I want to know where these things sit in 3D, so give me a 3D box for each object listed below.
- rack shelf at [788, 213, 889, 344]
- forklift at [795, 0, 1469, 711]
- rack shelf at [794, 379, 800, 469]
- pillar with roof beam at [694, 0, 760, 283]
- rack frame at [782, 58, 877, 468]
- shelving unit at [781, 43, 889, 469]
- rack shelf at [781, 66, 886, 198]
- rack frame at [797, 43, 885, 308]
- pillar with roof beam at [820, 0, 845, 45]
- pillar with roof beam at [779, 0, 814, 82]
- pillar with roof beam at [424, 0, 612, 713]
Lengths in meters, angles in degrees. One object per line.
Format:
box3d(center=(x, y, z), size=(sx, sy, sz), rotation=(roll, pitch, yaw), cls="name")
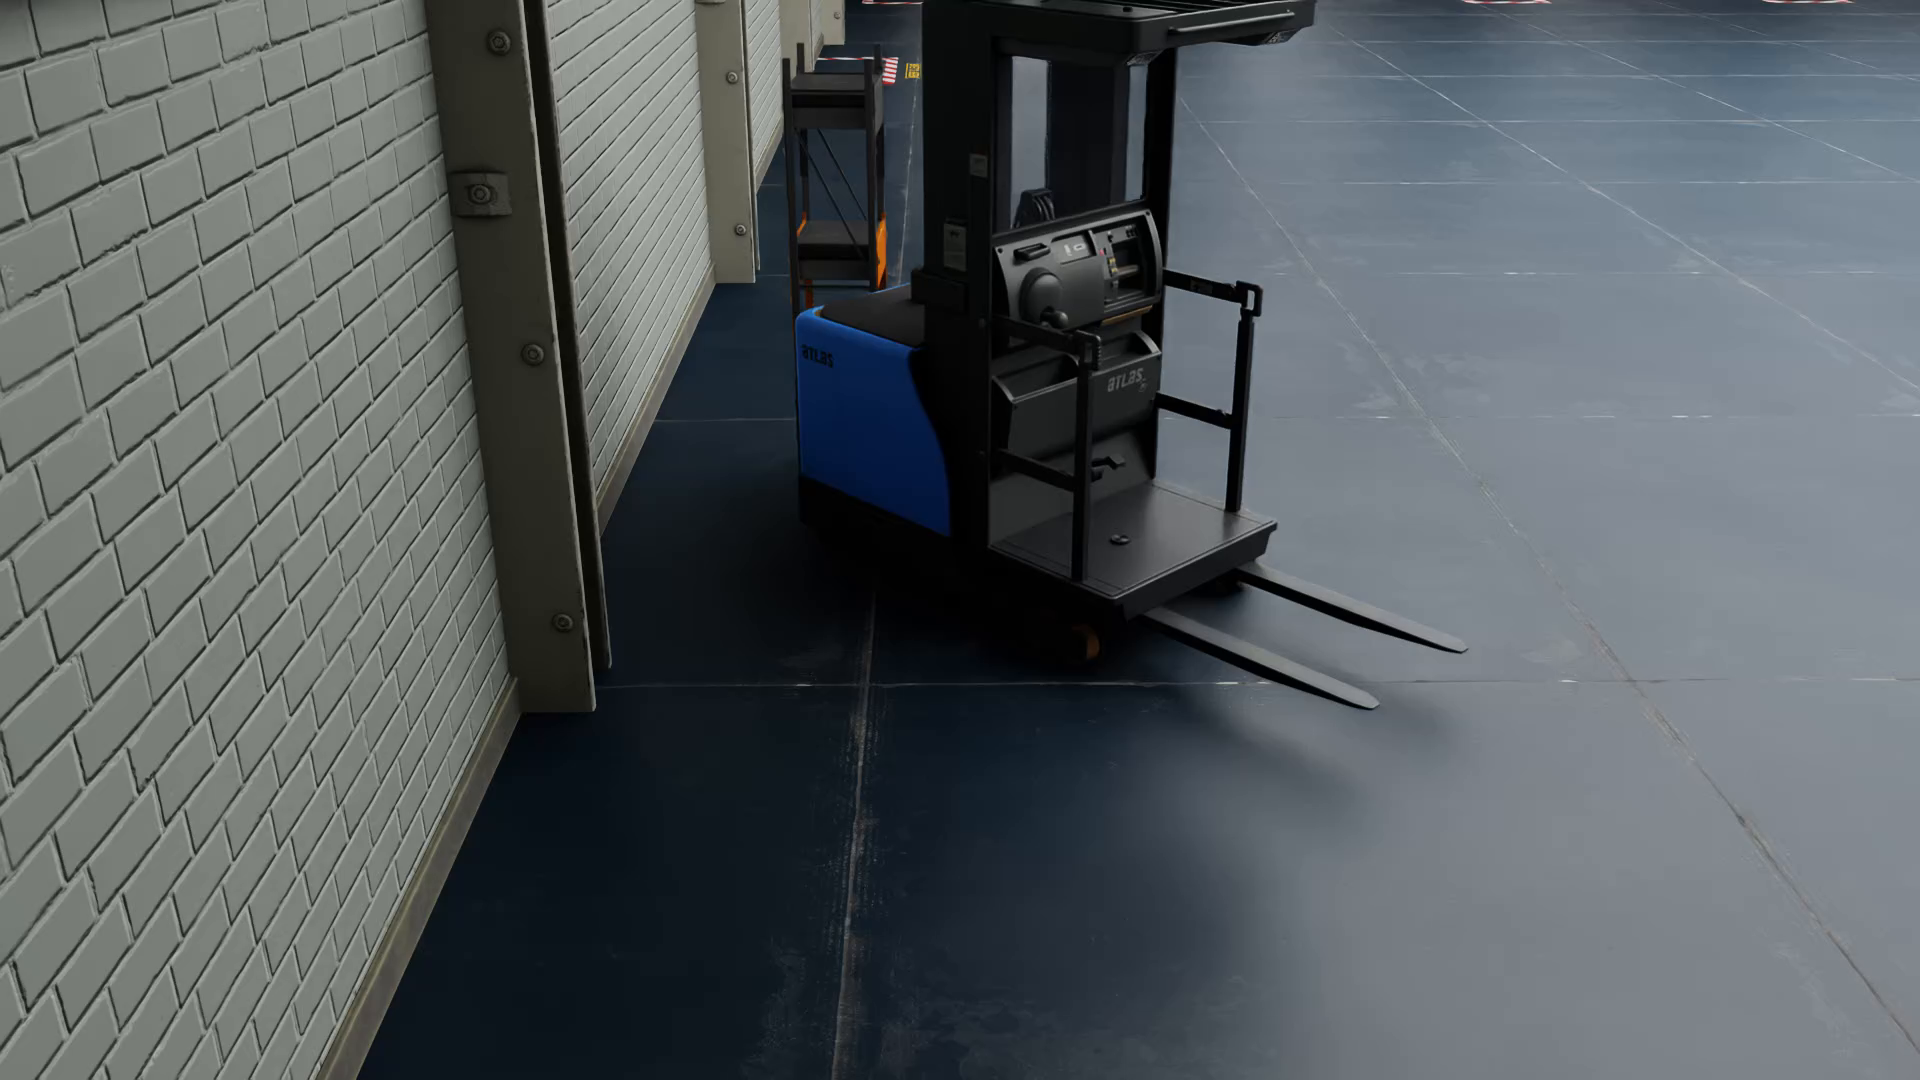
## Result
box3d(center=(-0.580, -1.268, 8.038), size=(0.431, 0.518, 0.480), rotation=(1, 24, 2), cls="rack shelf")
box3d(center=(0.637, -1.075, 6.570), size=(1.130, 2.935, 3.031), rotation=(-22, 32, -39), cls="forklift")
box3d(center=(-0.580, -0.630, 8.326), size=(0.431, 0.518, 0.480), rotation=(1, 24, 2), cls="rack shelf")
box3d(center=(2.693, -6.021, 10.142), size=(9.100, 9.000, 0.400), rotation=(0, 24, -1), cls="pillar with roof beam")
box3d(center=(-0.590, -1.180, 7.810), size=(0.400, 2.100, 0.015), rotation=(1, 24, 2), cls="rack frame")
box3d(center=(-0.580, -1.280, 8.032), size=(0.431, 2.100, 0.503), rotation=(1, 24, 2), cls="shelving unit")
box3d(center=(-0.580, -1.905, 7.750), size=(0.431, 0.518, 0.480), rotation=(1, 24, 2), cls="rack shelf")
box3d(center=(-0.569, -1.381, 8.254), size=(0.400, 2.100, 0.015), rotation=(1, 24, 2), cls="rack frame")
box3d(center=(2.562, -10.965, 21.075), size=(9.100, 9.000, 0.400), rotation=(0, 24, -1), cls="pillar with roof beam")
box3d(center=(2.627, -8.493, 15.608), size=(9.100, 9.000, 0.400), rotation=(0, 24, -1), cls="pillar with roof beam")
box3d(center=(2.758, -3.548, 4.675), size=(9.100, 9.000, 0.400), rotation=(0, 24, -1), cls="pillar with roof beam")
